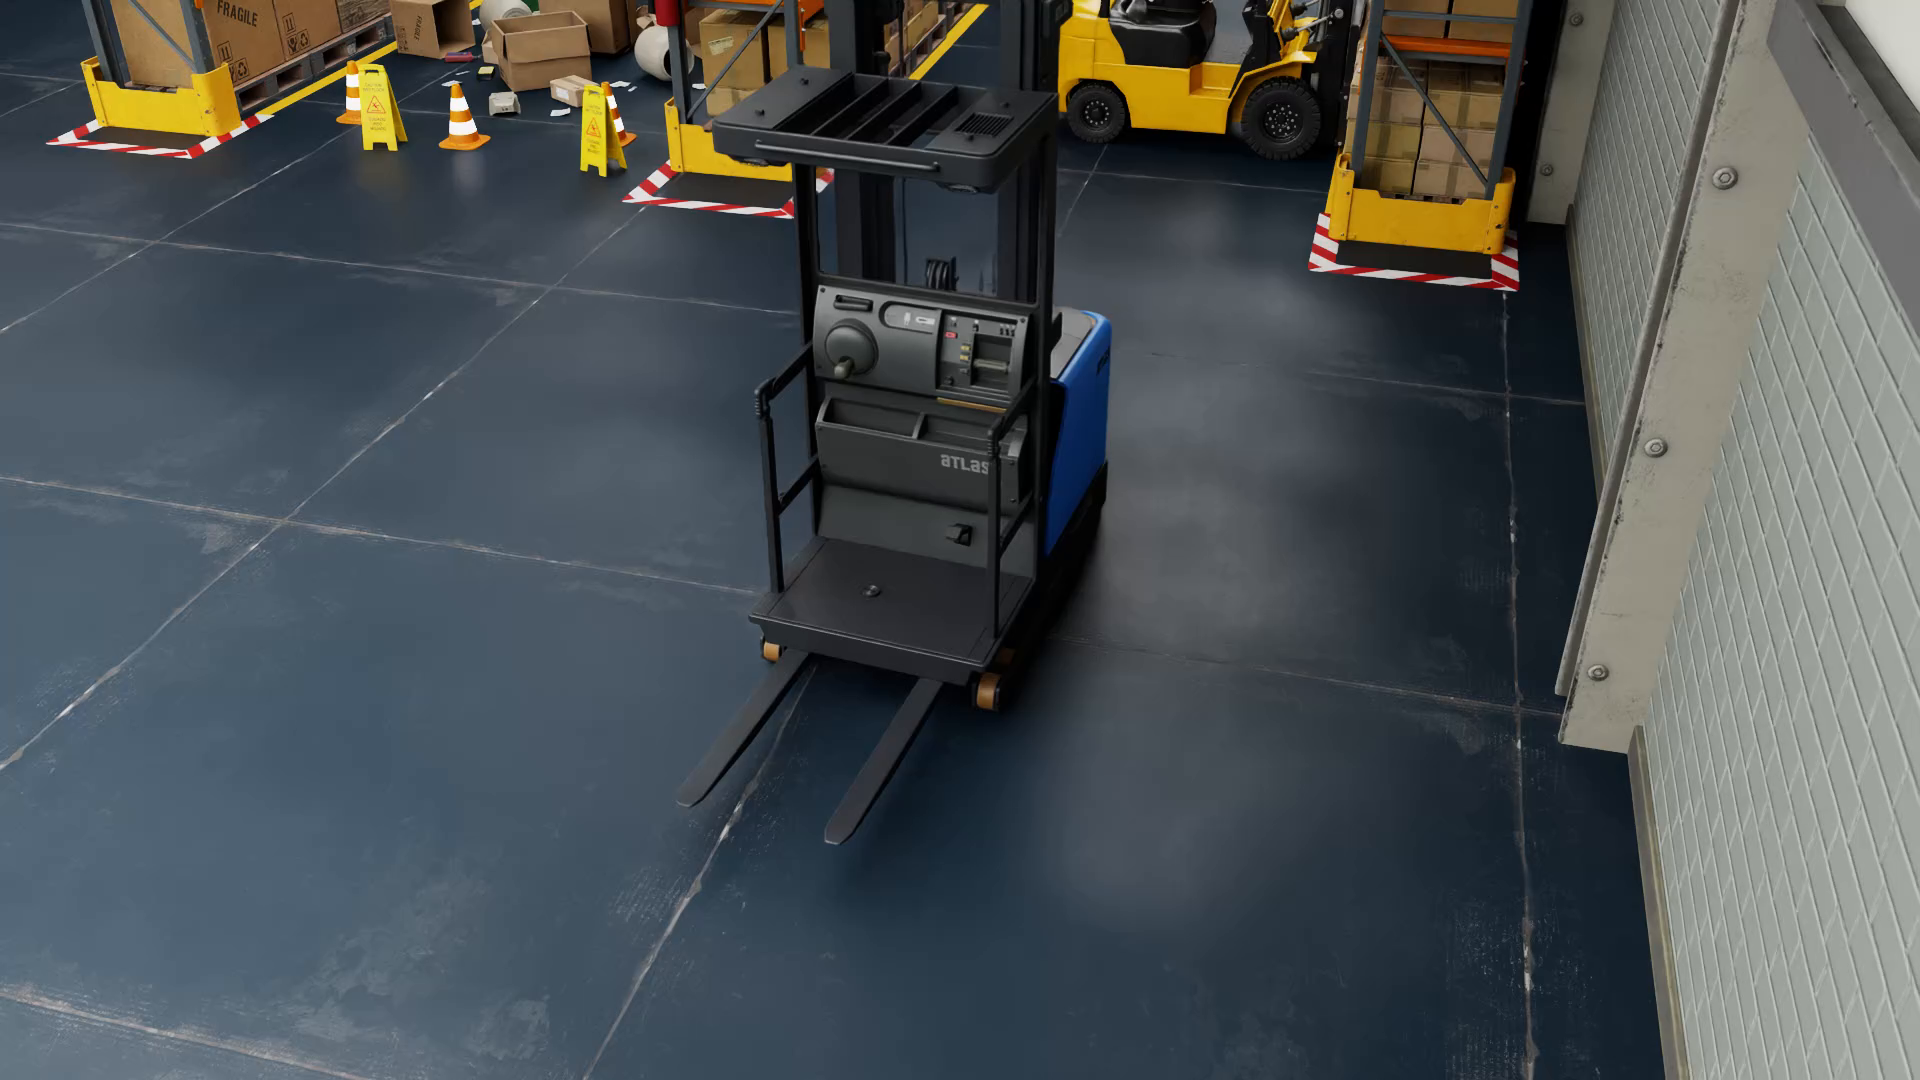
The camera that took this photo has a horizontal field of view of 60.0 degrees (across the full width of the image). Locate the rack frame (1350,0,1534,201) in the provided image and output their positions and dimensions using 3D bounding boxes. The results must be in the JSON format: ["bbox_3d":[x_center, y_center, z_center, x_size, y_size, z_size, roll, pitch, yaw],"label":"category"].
[{"bbox_3d":[3.166,-3.378,10.768,1.000,3.000,0.127,8,33,12],"label":"rack frame"}]

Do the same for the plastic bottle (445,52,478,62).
[{"bbox_3d":[-4.515,-4.381,15.085,0.283,0.061,0.133,-3,33,-4],"label":"plastic bottle"}]

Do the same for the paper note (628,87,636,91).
[{"bbox_3d":[-2.830,-3.902,14.378,0.032,0.001,0.123,8,33,12],"label":"paper note"}]

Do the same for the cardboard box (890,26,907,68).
[{"bbox_3d":[-0.770,-4.261,14.327,0.500,0.250,0.500,9,33,13],"label":"cardboard box"}]

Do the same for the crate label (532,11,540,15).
[{"bbox_3d":[-4.055,-4.976,15.950,0.298,0.136,0.250,-14,35,-21],"label":"crate label"}]

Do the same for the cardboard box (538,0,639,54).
[{"bbox_3d":[-3.410,-4.799,15.203,0.797,0.637,0.503,8,33,12],"label":"cardboard box"}]

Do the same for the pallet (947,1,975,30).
[{"bbox_3d":[-0.425,-5.355,16.477,1.003,0.211,1.213,8,33,12],"label":"pallet"}]

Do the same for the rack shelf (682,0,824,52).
[{"bbox_3d":[-1.129,-4.787,13.654,1.077,0.370,4.000,8,33,12],"label":"rack shelf"}]

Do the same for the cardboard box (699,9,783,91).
[{"bbox_3d":[-1.685,-3.837,12.962,0.500,0.500,0.500,8,33,13],"label":"cardboard box"}]

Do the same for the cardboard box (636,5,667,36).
[{"bbox_3d":[-2.904,-4.844,15.622,0.258,0.266,0.396,-14,35,-21],"label":"cardboard box"}]

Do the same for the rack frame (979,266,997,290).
[{"bbox_3d":[0.209,-0.808,8.403,0.240,1.200,0.006,11,34,17],"label":"rack frame"}]

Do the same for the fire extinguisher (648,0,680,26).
[{"bbox_3d":[-2.111,-4.023,11.854,0.296,0.674,0.183,8,33,12],"label":"fire extinguisher"}]

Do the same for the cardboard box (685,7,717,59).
[{"bbox_3d":[-2.209,-4.703,15.180,0.500,0.500,0.500,-21,38,-29],"label":"cardboard box"}]

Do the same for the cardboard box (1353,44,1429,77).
[{"bbox_3d":[3.105,-3.364,11.986,0.500,0.250,0.500,9,33,13],"label":"cardboard box"}]

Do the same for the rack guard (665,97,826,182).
[{"bbox_3d":[-1.617,-3.037,12.561,1.175,0.500,0.348,8,33,12],"label":"rack guard"}]

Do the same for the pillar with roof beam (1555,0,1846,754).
[{"bbox_3d":[-1.472,-3.621,5.559,9.100,9.000,0.400,8,33,12],"label":"pillar with roof beam"}]

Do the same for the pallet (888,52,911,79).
[{"bbox_3d":[-1.065,-3.963,14.287,1.003,0.211,1.213,8,33,12],"label":"pallet"}]

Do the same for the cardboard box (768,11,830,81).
[{"bbox_3d":[-1.159,-3.779,12.871,0.500,0.500,0.500,7,33,11],"label":"cardboard box"}]

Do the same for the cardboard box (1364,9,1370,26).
[{"bbox_3d":[3.359,-3.890,12.812,0.500,0.250,0.500,7,33,11],"label":"cardboard box"}]

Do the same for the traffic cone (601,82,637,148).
[{"bbox_3d":[-2.775,-3.380,13.136,0.336,0.463,0.334,8,33,12],"label":"traffic cone"}]

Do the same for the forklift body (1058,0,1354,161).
[{"bbox_3d":[1.882,-4.253,12.935,2.313,2.155,1.214,8,33,12],"label":"forklift body"}]

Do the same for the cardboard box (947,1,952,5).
[{"bbox_3d":[-0.491,-5.469,16.114,0.950,0.372,0.625,8,33,13],"label":"cardboard box"}]

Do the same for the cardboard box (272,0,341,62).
[{"bbox_3d":[-6.121,-4.772,14.550,0.875,0.875,0.875,8,33,12],"label":"cardboard box"}]

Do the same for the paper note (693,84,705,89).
[{"bbox_3d":[-2.249,-3.945,14.427,0.142,0.019,0.148,-3,33,-4],"label":"paper note"}]

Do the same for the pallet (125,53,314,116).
[{"bbox_3d":[-6.323,-3.923,14.224,1.003,0.211,1.213,8,33,12],"label":"pallet"}]

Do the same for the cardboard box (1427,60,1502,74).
[{"bbox_3d":[3.594,-3.301,11.886,0.500,0.250,0.500,8,33,12],"label":"cardboard box"}]

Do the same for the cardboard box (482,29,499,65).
[{"bbox_3d":[-4.090,-4.453,15.007,0.396,0.266,0.258,14,35,21],"label":"cardboard box"}]

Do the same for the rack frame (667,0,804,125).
[{"bbox_3d":[-1.636,-4.052,11.828,1.000,3.000,0.127,8,33,12],"label":"rack frame"}]

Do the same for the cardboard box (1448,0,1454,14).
[{"bbox_3d":[3.671,-3.913,11.516,0.500,0.500,0.500,9,34,14],"label":"cardboard box"}]

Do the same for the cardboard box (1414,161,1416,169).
[{"bbox_3d":[3.115,-2.939,12.248,0.500,0.250,0.500,8,33,12],"label":"cardboard box"}]

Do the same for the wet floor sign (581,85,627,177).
[{"bbox_3d":[-2.720,-3.106,12.534,0.267,0.644,0.232,20,38,29],"label":"wet floor sign"}]

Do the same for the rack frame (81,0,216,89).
[{"bbox_3d":[-6.450,-4.674,12.806,1.000,3.000,0.127,8,33,12],"label":"rack frame"}]

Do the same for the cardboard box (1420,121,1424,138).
[{"bbox_3d":[3.602,-3.084,12.010,0.500,0.250,0.500,8,33,12],"label":"cardboard box"}]

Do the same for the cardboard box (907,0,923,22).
[{"bbox_3d":[-0.639,-4.854,14.561,0.500,0.500,0.500,9,33,13],"label":"cardboard box"}]

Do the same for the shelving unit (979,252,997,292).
[{"bbox_3d":[0.240,-0.854,8.475,0.258,1.200,0.189,11,34,17],"label":"shelving unit"}]

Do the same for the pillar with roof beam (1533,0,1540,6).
[{"bbox_3d":[1.573,-9.848,15.354,9.100,9.000,0.400,8,33,12],"label":"pillar with roof beam"}]

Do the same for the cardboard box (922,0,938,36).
[{"bbox_3d":[-0.511,-4.801,15.178,0.500,0.250,0.500,10,34,15],"label":"cardboard box"}]

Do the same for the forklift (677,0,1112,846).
[{"bbox_3d":[-0.240,-0.758,6.710,1.130,2.935,3.031,11,34,17],"label":"forklift"}]

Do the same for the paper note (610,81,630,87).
[{"bbox_3d":[-2.961,-3.976,14.487,0.148,0.019,0.142,20,38,29],"label":"paper note"}]

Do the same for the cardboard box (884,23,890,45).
[{"bbox_3d":[-0.895,-4.310,13.706,0.500,0.500,0.500,9,33,13],"label":"cardboard box"}]

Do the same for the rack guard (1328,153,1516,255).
[{"bbox_3d":[3.160,-2.311,11.419,1.175,0.500,0.348,8,33,12],"label":"rack guard"}]

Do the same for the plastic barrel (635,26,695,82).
[{"bbox_3d":[-2.577,-4.243,14.530,0.421,0.421,0.512,-21,38,-29],"label":"plastic barrel"}]

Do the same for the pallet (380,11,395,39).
[{"bbox_3d":[-5.704,-5.189,16.215,1.003,0.211,1.213,8,33,12],"label":"pallet"}]
